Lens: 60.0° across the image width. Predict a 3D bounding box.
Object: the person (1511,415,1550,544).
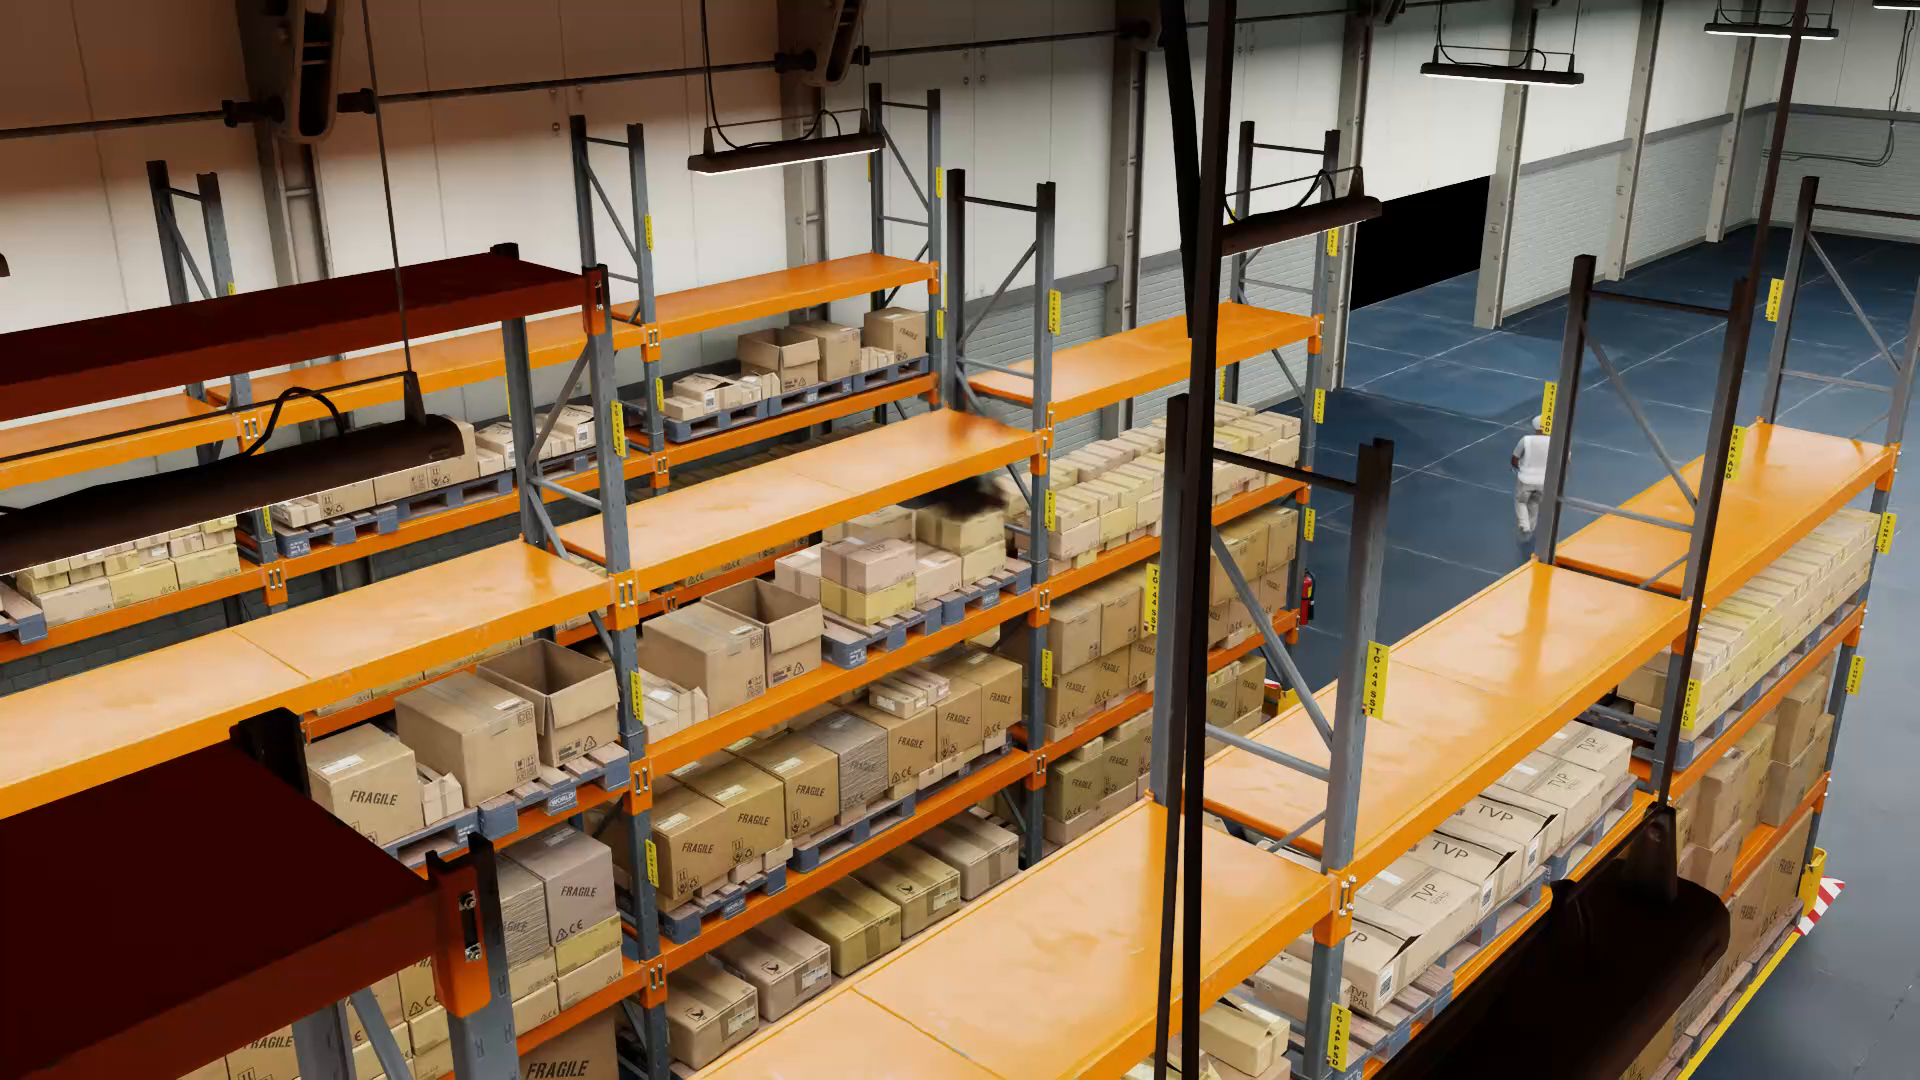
[{"bbox_3d":[7.473,-0.773,21.585,0.705,1.749,0.696,2,21,5],"label":"person"}]
